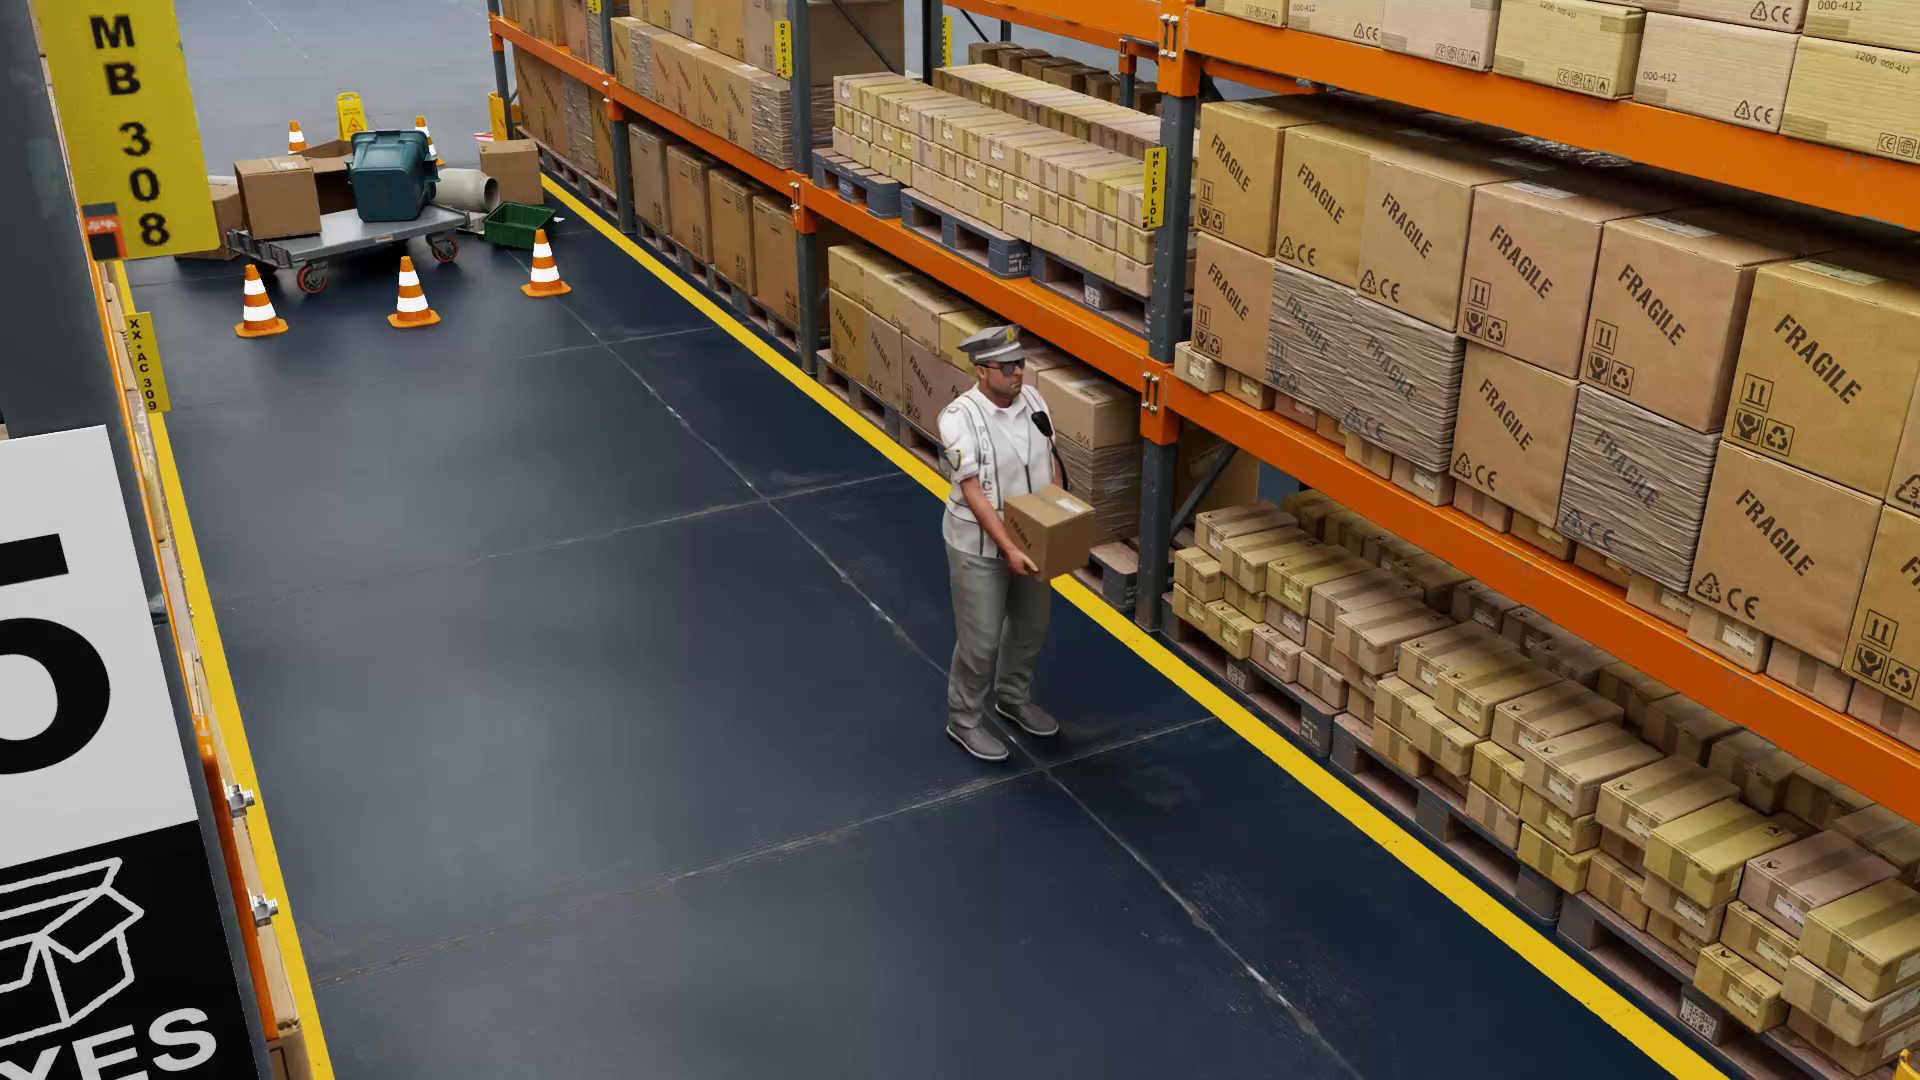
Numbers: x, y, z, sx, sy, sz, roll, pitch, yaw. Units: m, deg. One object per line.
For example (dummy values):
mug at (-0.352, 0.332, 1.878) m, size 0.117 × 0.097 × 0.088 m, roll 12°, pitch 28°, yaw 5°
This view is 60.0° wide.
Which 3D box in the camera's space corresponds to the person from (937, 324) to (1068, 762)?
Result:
person at (0.220, 0.023, 6.535) m, size 0.494 × 1.767 × 0.564 m, roll -20°, pitch 32°, yaw -36°
